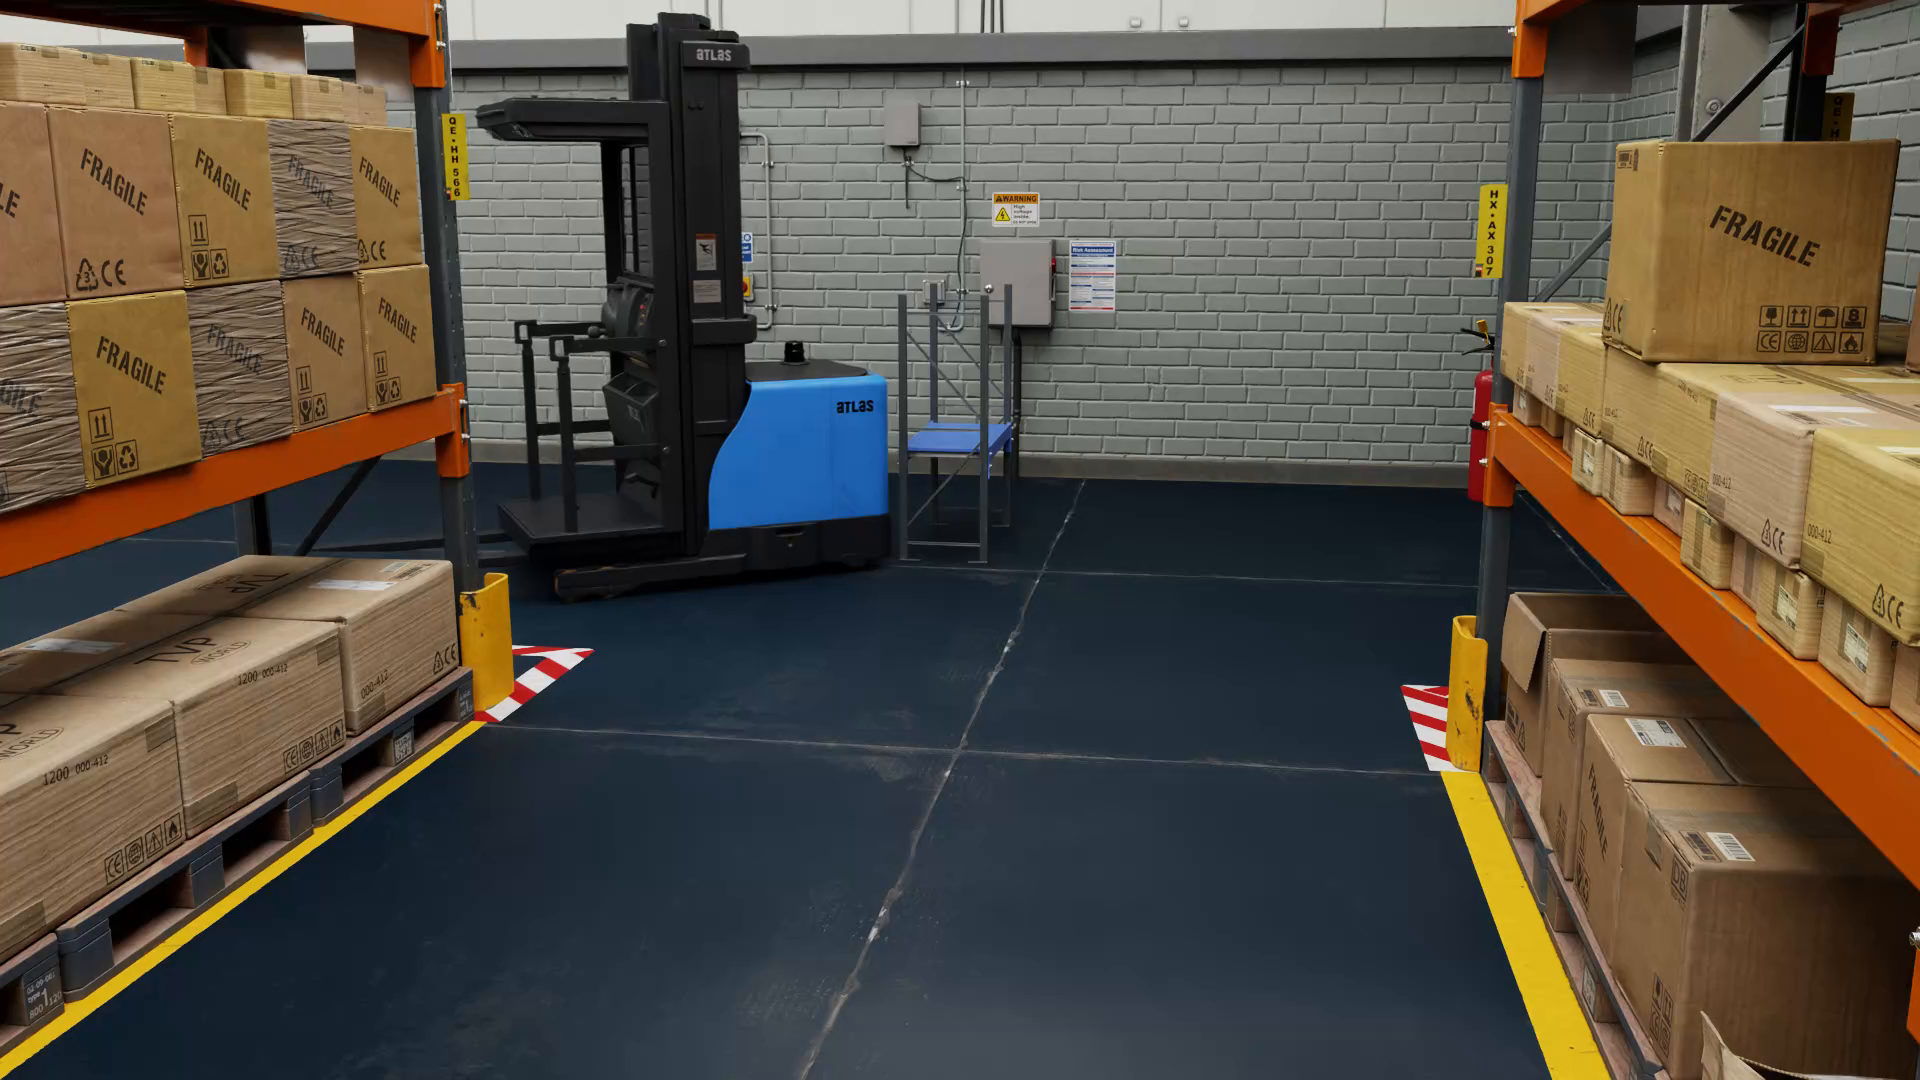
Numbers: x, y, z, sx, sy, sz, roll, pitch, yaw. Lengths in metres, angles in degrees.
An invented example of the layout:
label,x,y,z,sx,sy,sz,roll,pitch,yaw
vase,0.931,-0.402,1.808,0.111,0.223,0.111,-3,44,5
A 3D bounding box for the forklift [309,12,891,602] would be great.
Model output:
label,x,y,z,sx,sy,sz,roll,pitch,yaw
forklift,-1.945,-1.241,8.794,3.031,2.935,1.130,-5,13,-24

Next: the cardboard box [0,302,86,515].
label,x,y,z,sx,sy,sz,roll,pitch,yaw
cardboard box,-2.600,-0.328,4.158,0.500,0.500,0.500,2,12,9

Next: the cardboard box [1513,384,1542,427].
label,x,y,z,sx,sy,sz,roll,pitch,yaw
cardboard box,2.103,-0.472,5.661,0.380,0.149,0.250,2,12,8

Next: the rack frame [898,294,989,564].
label,x,y,z,sx,sy,sz,roll,pitch,yaw
rack frame,-0.091,-0.610,9.262,0.500,1.500,0.032,2,12,9

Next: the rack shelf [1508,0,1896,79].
label,x,y,z,sx,sy,sz,roll,pitch,yaw
rack shelf,2.117,-1.353,3.738,1.077,0.370,4.000,2,12,9

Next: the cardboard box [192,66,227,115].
label,x,y,z,sx,sy,sz,roll,pitch,yaw
cardboard box,-2.499,-1.375,5.102,0.380,0.149,0.250,2,12,8

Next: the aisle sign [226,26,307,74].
label,x,y,z,sx,sy,sz,roll,pitch,yaw
aisle sign,-2.756,-2.110,6.492,0.394,0.787,0.004,2,12,9

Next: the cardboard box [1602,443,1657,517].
label,x,y,z,sx,sy,sz,roll,pitch,yaw
cardboard box,1.836,-0.150,4.166,0.380,0.149,0.250,2,12,10

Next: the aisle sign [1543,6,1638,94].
label,x,y,z,sx,sy,sz,roll,pitch,yaw
aisle sign,2.145,-1.949,5.747,0.394,0.787,0.004,2,12,9

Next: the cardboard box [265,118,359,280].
label,x,y,z,sx,sy,sz,roll,pitch,yaw
cardboard box,-2.370,-1.134,5.527,0.500,0.500,0.500,2,12,9

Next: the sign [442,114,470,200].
label,x,y,z,sx,sy,sz,roll,pitch,yaw
sign,-1.946,-1.476,6.411,0.100,0.325,0.005,2,12,9

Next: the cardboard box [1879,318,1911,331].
label,x,y,z,sx,sy,sz,roll,pitch,yaw
cardboard box,2.536,-0.515,4.913,0.500,0.250,0.500,2,12,9

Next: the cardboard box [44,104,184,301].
label,x,y,z,sx,sy,sz,roll,pitch,yaw
cardboard box,-2.529,-0.927,4.564,0.500,0.500,0.500,2,12,8

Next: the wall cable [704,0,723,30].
label,x,y,z,sx,sy,sz,roll,pitch,yaw
wall cable,-1.884,-4.940,11.558,0.463,3.000,0.029,2,12,9

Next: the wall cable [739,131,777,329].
label,x,y,z,sx,sy,sz,roll,pitch,yaw
wall cable,-1.636,-2.501,11.993,0.585,1.953,0.123,2,12,9

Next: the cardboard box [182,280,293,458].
label,x,y,z,sx,sy,sz,roll,pitch,yaw
cardboard box,-2.454,-0.543,5.156,0.500,0.500,0.500,2,12,10

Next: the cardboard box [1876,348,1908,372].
label,x,y,z,sx,sy,sz,roll,pitch,yaw
cardboard box,2.375,-0.303,3.930,0.500,0.250,0.500,2,12,9

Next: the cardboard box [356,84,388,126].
label,x,y,z,sx,sy,sz,roll,pitch,yaw
cardboard box,-2.337,-1.588,6.092,0.380,0.149,0.250,2,12,9

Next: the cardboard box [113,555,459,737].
label,x,y,z,sx,sy,sz,roll,pitch,yaw
cardboard box,-2.483,0.373,6.226,0.875,0.438,0.875,1,12,7

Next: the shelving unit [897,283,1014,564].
label,x,y,z,sx,sy,sz,roll,pitch,yaw
shelving unit,-0.013,-0.715,9.753,0.538,1.500,1.048,2,12,9

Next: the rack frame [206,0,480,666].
label,x,y,z,sx,sy,sz,roll,pitch,yaw
rack frame,-2.480,-0.815,6.653,1.000,3.000,0.127,2,12,9

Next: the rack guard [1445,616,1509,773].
label,x,y,z,sx,sy,sz,roll,pitch,yaw
rack guard,2.413,0.583,6.100,1.175,0.500,0.348,2,12,9

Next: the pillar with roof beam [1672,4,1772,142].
label,x,y,z,sx,sy,sz,roll,pitch,yaw
pillar with roof beam,-0.523,-4.259,8.395,9.100,9.000,0.400,2,12,9

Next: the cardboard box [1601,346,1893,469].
label,x,y,z,sx,sy,sz,roll,pitch,yaw
cardboard box,1.879,-0.323,4.023,0.500,0.250,0.500,2,12,7

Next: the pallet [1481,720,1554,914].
label,x,y,z,sx,sy,sz,roll,pitch,yaw
pallet,2.292,0.891,5.361,1.003,0.211,1.213,2,12,9

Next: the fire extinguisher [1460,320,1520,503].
label,x,y,z,sx,sy,sz,roll,pitch,yaw
fire extinguisher,1.991,-0.480,6.169,0.296,0.674,0.183,2,12,9

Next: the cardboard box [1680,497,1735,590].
label,x,y,z,sx,sy,sz,roll,pitch,yaw
cardboard box,1.723,0.009,3.429,0.380,0.149,0.250,2,12,8

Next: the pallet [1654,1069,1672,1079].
label,x,y,z,sx,sy,sz,roll,pitch,yaw
pallet,1.916,1.398,3.004,1.003,0.211,1.213,2,12,9

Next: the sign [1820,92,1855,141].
label,x,y,z,sx,sy,sz,roll,pitch,yaw
sign,2.970,-1.353,5.652,0.100,0.325,0.005,2,12,9

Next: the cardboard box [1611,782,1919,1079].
label,x,y,z,sx,sy,sz,roll,pitch,yaw
cardboard box,1.908,0.879,3.730,0.700,0.500,0.500,1,12,7

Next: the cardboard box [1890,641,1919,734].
label,x,y,z,sx,sy,sz,roll,pitch,yaw
cardboard box,1.609,0.226,2.419,0.380,0.149,0.250,2,12,9

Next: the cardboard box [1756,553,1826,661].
label,x,y,z,sx,sy,sz,roll,pitch,yaw
cardboard box,1.644,0.117,2.929,0.380,0.149,0.250,2,12,10

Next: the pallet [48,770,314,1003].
label,x,y,z,sx,sy,sz,roll,pitch,yaw
pallet,-2.716,0.971,4.988,1.003,0.211,1.213,2,12,9

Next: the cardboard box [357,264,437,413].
label,x,y,z,sx,sy,sz,roll,pitch,yaw
cardboard box,-2.293,-0.754,6.137,0.500,0.500,0.500,2,12,9

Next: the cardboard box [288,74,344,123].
label,x,y,z,sx,sy,sz,roll,pitch,yaw
cardboard box,-2.309,-1.478,5.581,0.380,0.149,0.250,2,12,8

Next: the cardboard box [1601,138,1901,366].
label,x,y,z,sx,sy,sz,roll,pitch,yaw
cardboard box,1.859,-0.695,3.969,0.500,0.500,0.500,2,12,10

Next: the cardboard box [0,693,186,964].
label,x,y,z,sx,sy,sz,roll,pitch,yaw
cardboard box,-2.756,0.752,4.470,0.875,0.438,0.875,2,12,7

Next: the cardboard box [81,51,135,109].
label,x,y,z,sx,sy,sz,roll,pitch,yaw
cardboard box,-2.538,-1.267,4.601,0.380,0.149,0.250,2,12,10

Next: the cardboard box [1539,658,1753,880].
label,x,y,z,sx,sy,sz,roll,pitch,yaw
cardboard box,2.067,0.663,4.733,0.700,0.500,0.500,2,12,11

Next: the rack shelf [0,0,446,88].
label,x,y,z,sx,sy,sz,roll,pitch,yaw
rack shelf,-2.788,-1.513,4.481,1.077,0.370,4.000,2,12,9

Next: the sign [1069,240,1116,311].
label,x,y,z,sx,sy,sz,roll,pitch,yaw
sign,0.937,-1.871,11.782,0.329,0.494,0.001,2,12,9

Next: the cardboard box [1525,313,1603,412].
label,x,y,z,sx,sy,sz,roll,pitch,yaw
cardboard box,2.012,-0.536,5.010,0.500,0.250,0.500,2,12,9

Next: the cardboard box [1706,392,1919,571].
label,x,y,z,sx,sy,sz,roll,pitch,yaw
cardboard box,1.710,-0.113,3.046,0.500,0.250,0.500,2,12,9

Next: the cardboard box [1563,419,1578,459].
label,x,y,z,sx,sy,sz,roll,pitch,yaw
cardboard box,2.004,-0.311,4.914,0.380,0.149,0.250,2,12,10
